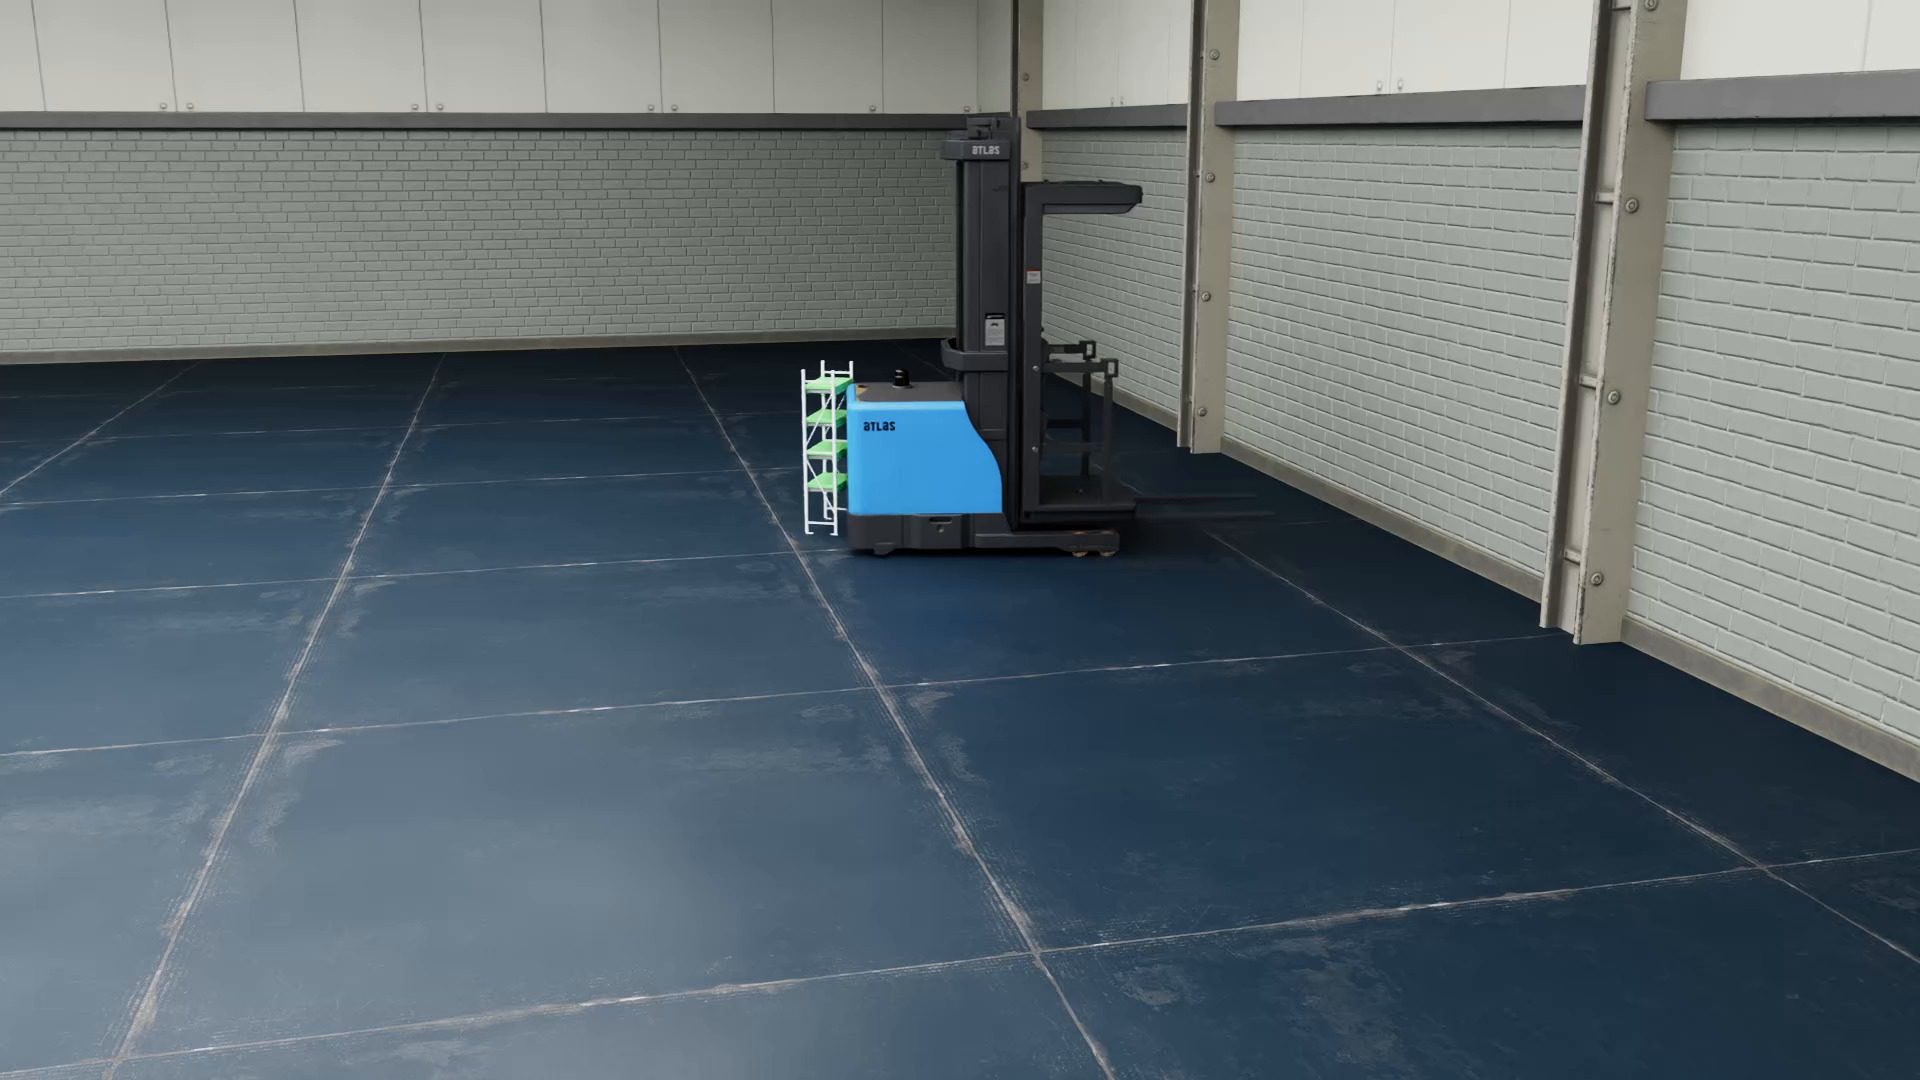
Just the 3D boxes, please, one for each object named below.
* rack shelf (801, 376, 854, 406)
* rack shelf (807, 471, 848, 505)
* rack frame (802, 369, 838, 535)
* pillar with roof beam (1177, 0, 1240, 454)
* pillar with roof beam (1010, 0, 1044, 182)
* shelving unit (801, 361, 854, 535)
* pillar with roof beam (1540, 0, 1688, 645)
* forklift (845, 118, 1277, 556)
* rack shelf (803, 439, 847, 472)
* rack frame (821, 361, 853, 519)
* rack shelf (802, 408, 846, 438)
[{"bbox_3d":[-0.959,-1.086,12.089,0.258,0.148,0.480,3,14,11],"label":"rack shelf"},{"bbox_3d":[-0.959,-0.386,12.260,0.258,0.148,0.480,3,14,11],"label":"rack shelf"},{"bbox_3d":[-1.009,-0.625,11.956,0.240,1.200,0.015,3,14,11],"label":"rack frame"},{"bbox_3d":[-1.965,-4.973,13.322,9.100,9.000,0.400,-3,14,-13],"label":"pillar with roof beam"},{"bbox_3d":[-3.374,-6.357,18.987,9.100,9.000,0.400,-3,14,-13],"label":"pillar with roof beam"},{"bbox_3d":[-0.959,-0.682,12.188,0.258,1.200,0.503,3,14,11],"label":"shelving unit"},{"bbox_3d":[-0.556,-3.589,7.656,9.100,9.000,0.400,-3,14,-13],"label":"pillar with roof beam"},{"bbox_3d":[0.704,-1.438,11.637,3.031,2.935,1.130,-1,14,-4],"label":"forklift"},{"bbox_3d":[-0.959,-0.619,12.203,0.258,0.148,0.480,3,14,11],"label":"rack shelf"},{"bbox_3d":[-0.909,-0.738,12.420,0.240,1.200,0.015,3,14,11],"label":"rack frame"},{"bbox_3d":[-0.959,-0.853,12.146,0.258,0.148,0.480,3,14,11],"label":"rack shelf"}]
